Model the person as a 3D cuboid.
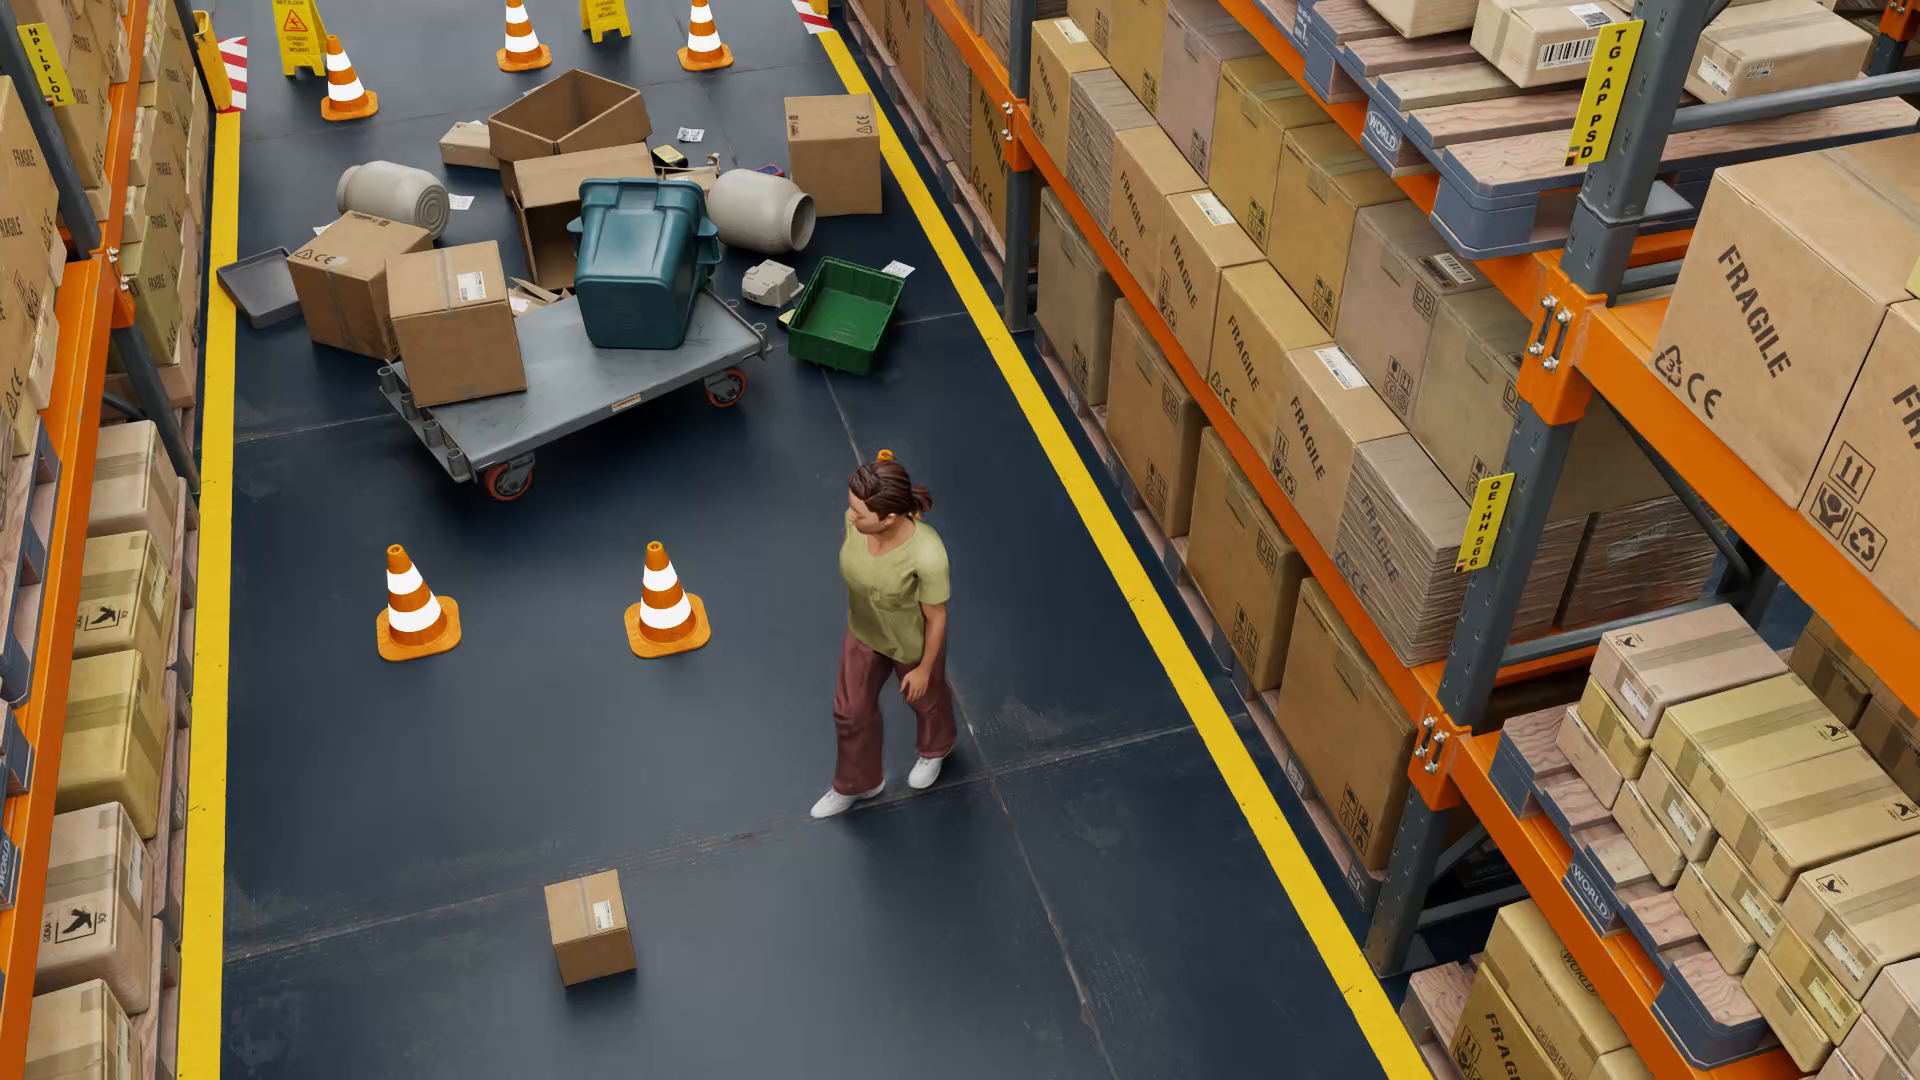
[{"bbox_3d":[-0.219,0.344,5.803,0.484,1.712,0.588,23,47,24],"label":"person"}]
